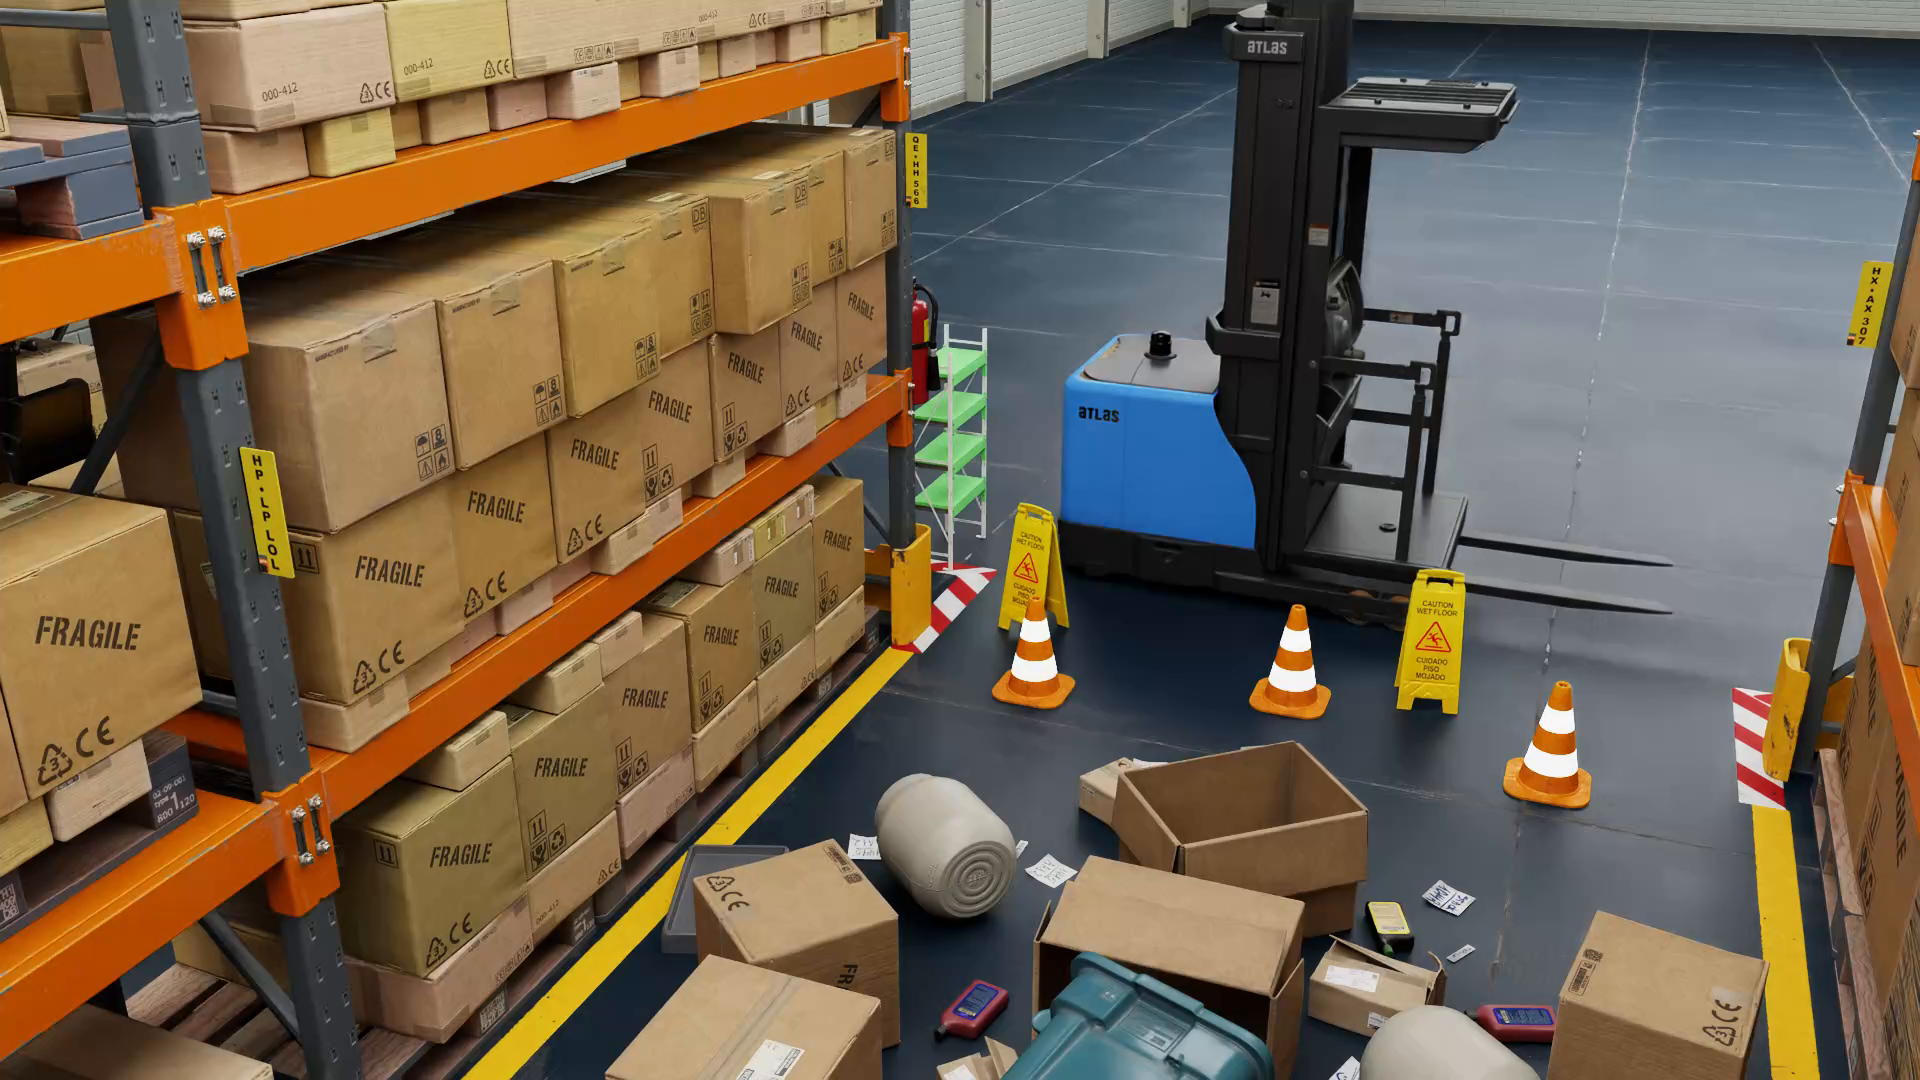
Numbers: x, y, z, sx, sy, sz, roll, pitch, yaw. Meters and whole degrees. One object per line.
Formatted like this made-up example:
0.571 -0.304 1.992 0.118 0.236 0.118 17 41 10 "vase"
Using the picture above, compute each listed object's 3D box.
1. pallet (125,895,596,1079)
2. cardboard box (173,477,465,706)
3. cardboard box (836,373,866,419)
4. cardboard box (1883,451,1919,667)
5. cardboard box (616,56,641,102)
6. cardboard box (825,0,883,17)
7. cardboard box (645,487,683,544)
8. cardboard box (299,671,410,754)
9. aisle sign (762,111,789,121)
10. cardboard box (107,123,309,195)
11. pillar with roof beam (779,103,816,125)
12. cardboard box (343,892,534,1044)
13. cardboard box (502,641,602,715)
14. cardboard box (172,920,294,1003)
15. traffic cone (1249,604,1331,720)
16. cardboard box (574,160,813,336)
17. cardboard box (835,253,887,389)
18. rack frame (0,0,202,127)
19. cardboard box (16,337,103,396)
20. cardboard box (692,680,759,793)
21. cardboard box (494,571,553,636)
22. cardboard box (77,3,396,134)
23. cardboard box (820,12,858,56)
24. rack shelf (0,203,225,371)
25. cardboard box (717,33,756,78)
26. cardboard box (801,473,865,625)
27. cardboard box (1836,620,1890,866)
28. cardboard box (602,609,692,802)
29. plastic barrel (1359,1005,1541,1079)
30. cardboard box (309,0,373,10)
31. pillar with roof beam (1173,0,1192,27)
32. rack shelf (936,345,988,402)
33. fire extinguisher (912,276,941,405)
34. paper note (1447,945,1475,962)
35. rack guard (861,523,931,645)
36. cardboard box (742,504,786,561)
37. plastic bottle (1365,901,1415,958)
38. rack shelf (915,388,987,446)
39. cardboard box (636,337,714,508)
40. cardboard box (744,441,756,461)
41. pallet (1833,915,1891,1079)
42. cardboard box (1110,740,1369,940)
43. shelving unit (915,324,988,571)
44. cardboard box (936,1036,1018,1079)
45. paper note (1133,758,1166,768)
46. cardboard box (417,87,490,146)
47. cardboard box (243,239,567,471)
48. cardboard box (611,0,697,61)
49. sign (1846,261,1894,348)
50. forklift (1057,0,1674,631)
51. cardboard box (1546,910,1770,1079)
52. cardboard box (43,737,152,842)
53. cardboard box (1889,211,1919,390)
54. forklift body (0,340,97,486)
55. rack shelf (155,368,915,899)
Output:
-1.970 1.433 5.545 1.003 0.211 1.213 9 24 20 "pallet"
-1.764 0.091 4.624 0.500 0.500 0.500 9 24 20 "cardboard box"
-0.632 -0.652 7.246 0.380 0.149 0.250 8 24 19 "cardboard box"
3.328 0.086 4.959 0.875 0.550 0.550 9 24 20 "cardboard box"
-1.268 -1.505 5.396 0.380 0.149 0.250 9 24 20 "cardboard box"
-0.641 -2.270 6.709 0.500 0.250 0.500 8 24 19 "cardboard box"
-1.220 -0.109 5.946 0.380 0.149 0.250 9 24 20 "cardboard box"
-1.772 0.441 4.628 0.380 0.149 0.250 9 24 20 "cardboard box"
-0.965 -2.305 7.505 0.394 0.787 0.004 9 24 20 "aisle sign"
-1.839 -0.953 4.075 0.380 0.149 0.250 8 24 19 "cardboard box"
2.048 -8.075 16.906 9.100 9.000 0.400 9 24 20 "pillar with roof beam"
-1.717 1.295 5.282 0.500 0.250 0.500 8 24 18 "cardboard box"
-1.425 0.429 5.539 0.380 0.149 0.250 10 25 22 "cardboard box"
-2.216 1.217 5.467 0.500 0.250 0.500 10 25 22 "cardboard box"
1.494 0.507 7.436 0.336 0.463 0.334 9 24 20 "traffic cone"
-0.977 -1.093 6.161 0.700 0.500 0.500 8 24 19 "cardboard box"
-0.646 -0.989 7.210 0.500 0.500 0.500 8 24 19 "cardboard box"
-2.186 -2.376 3.263 1.000 3.000 0.127 9 24 20 "rack frame"
-5.192 -0.926 9.299 0.500 0.250 0.500 10 25 22 "cardboard box"
-1.140 0.736 6.619 0.500 0.250 0.500 8 24 18 "cardboard box"
-1.531 0.160 5.300 0.380 0.149 0.250 10 25 22 "cardboard box"
-1.769 -1.178 4.096 0.500 0.250 0.500 8 24 19 "cardboard box"
-0.636 -2.046 6.691 0.380 0.149 0.250 9 24 20 "cardboard box"
-2.929 0.056 2.267 1.077 0.370 4.000 9 24 20 "rack shelf"
-0.970 -1.779 6.051 0.380 0.149 0.250 9 24 20 "cardboard box"
-0.756 0.014 7.375 0.500 0.500 0.500 9 24 20 "cardboard box"
3.742 0.672 5.961 0.875 0.875 0.875 9 24 20 "cardboard box"
-1.335 0.570 6.043 0.500 0.500 0.500 10 25 23 "cardboard box"
1.444 1.628 4.804 0.421 0.421 0.512 -12 25 -26 "plastic barrel"
-1.697 -1.407 4.127 0.380 0.149 0.250 10 25 22 "cardboard box"
8.734 -14.516 32.327 9.100 9.000 0.400 9 24 20 "pillar with roof beam"
-0.061 -0.878 8.717 0.258 0.148 0.480 9 24 20 "rack shelf"
-0.230 -0.979 7.801 0.296 0.674 0.183 9 24 20 "fire extinguisher"
1.745 1.440 5.791 0.123 0.001 0.032 -17 28 -35 "paper note"
-0.729 0.141 8.263 1.175 0.500 0.348 9 24 20 "rack guard"
-0.926 -0.055 6.698 0.380 0.149 0.250 9 24 21 "cardboard box"
1.523 1.379 5.869 0.133 0.061 0.283 1 23 2 "plastic bottle"
-0.061 -0.657 8.809 0.258 0.148 0.480 9 24 20 "rack shelf"
-1.232 -0.453 5.928 0.500 0.500 0.500 9 24 21 "cardboard box"
-1.040 -0.396 6.632 0.380 0.149 0.250 9 24 21 "cardboard box"
3.254 1.652 5.020 1.003 0.211 1.213 9 24 20 "pallet"
0.997 1.104 5.955 0.797 0.503 0.637 -7 24 -17 "cardboard box"
-0.061 -0.494 8.877 0.258 1.200 0.503 9 24 20 "shelving unit"
0.109 1.669 4.909 0.258 0.266 0.396 -7 24 -17 "cardboard box"
0.796 0.954 6.927 0.148 0.019 0.142 1 23 2 "paper note"
-1.574 -1.227 4.729 0.380 0.149 0.250 10 25 22 "cardboard box"
-1.612 -0.559 4.883 0.700 0.500 0.500 9 24 20 "cardboard box"
-1.202 -1.723 5.399 0.500 0.250 0.500 9 24 21 "cardboard box"
3.420 -0.884 6.250 0.100 0.325 0.005 9 24 20 "sign"
2.083 -1.138 8.172 3.031 2.935 1.130 9 24 20 "forklift"
2.071 1.514 4.973 0.500 0.500 0.500 13 26 29 "cardboard box"
-2.121 0.538 3.852 0.380 0.149 0.250 9 24 21 "cardboard box"
3.759 -0.807 5.695 0.875 0.550 0.550 9 24 20 "cardboard box"
-4.321 -0.417 7.458 2.313 2.155 1.214 9 24 20 "forklift body"
-1.444 0.008 6.272 1.077 0.370 4.000 9 24 20 "rack shelf"
